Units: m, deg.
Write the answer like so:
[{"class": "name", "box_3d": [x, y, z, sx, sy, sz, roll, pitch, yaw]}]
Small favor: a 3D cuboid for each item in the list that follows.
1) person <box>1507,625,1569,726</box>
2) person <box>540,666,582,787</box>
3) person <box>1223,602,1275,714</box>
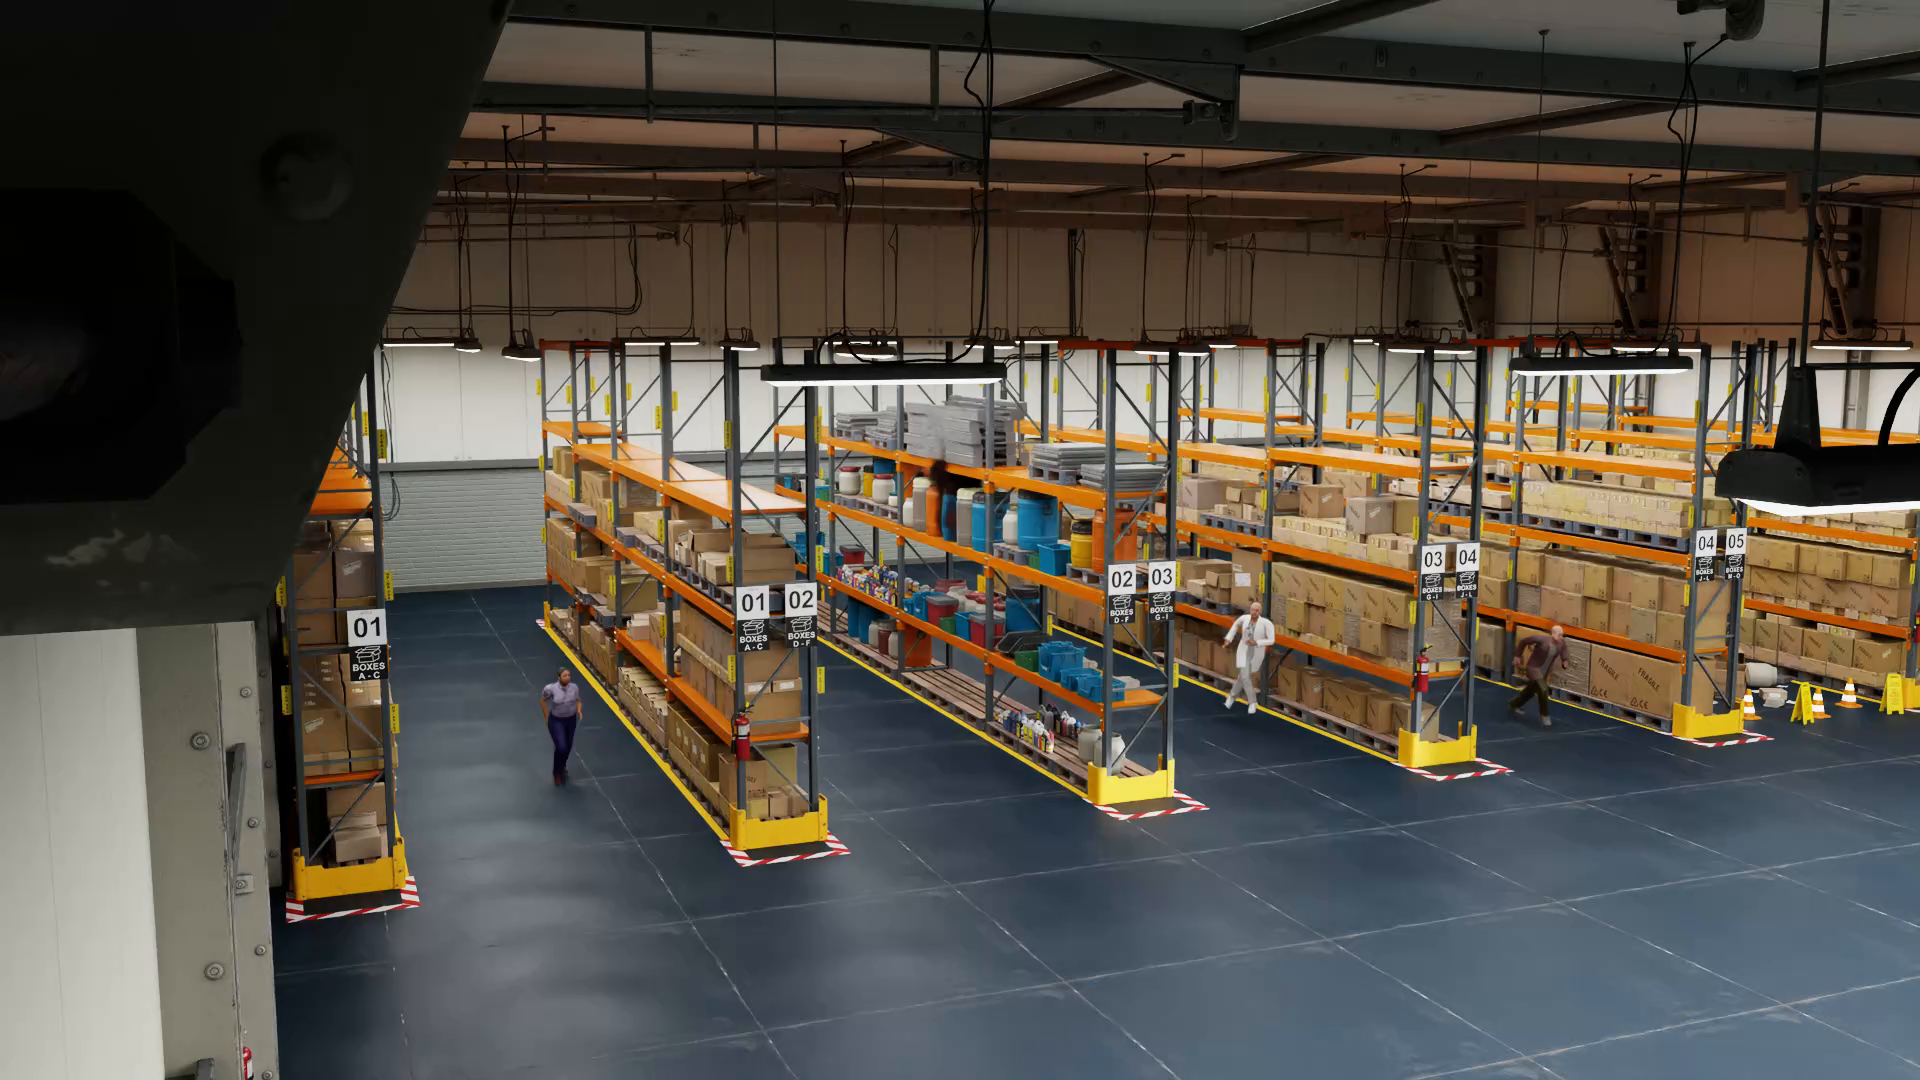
[{"class": "person", "box_3d": [9.195, 2.089, 26.409, 0.711, 1.605, 1.185, -3, 8, -21]}, {"class": "person", "box_3d": [-5.493, 2.564, 22.995, 0.522, 1.661, 0.806, -6, 9, -38]}, {"class": "person", "box_3d": [4.545, 1.824, 26.238, 0.799, 1.763, 0.737, 1, 8, 10]}]
